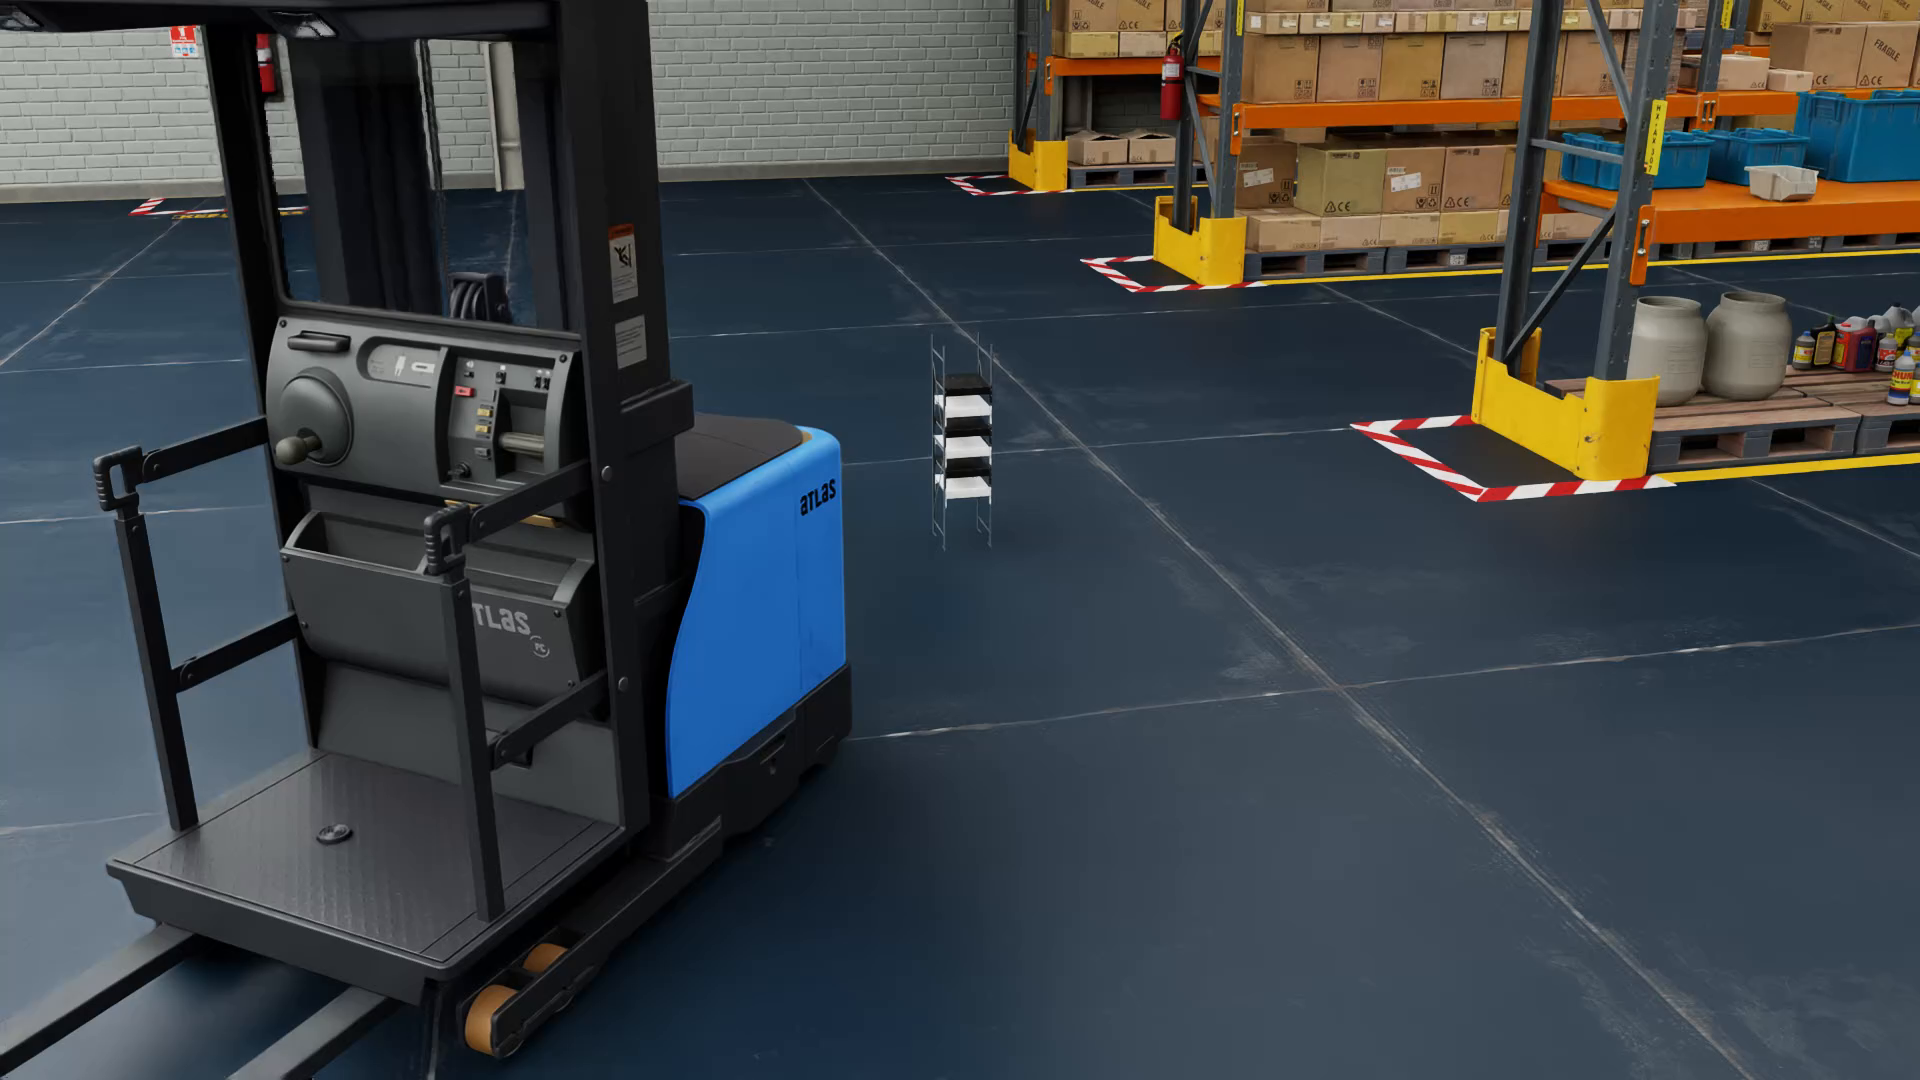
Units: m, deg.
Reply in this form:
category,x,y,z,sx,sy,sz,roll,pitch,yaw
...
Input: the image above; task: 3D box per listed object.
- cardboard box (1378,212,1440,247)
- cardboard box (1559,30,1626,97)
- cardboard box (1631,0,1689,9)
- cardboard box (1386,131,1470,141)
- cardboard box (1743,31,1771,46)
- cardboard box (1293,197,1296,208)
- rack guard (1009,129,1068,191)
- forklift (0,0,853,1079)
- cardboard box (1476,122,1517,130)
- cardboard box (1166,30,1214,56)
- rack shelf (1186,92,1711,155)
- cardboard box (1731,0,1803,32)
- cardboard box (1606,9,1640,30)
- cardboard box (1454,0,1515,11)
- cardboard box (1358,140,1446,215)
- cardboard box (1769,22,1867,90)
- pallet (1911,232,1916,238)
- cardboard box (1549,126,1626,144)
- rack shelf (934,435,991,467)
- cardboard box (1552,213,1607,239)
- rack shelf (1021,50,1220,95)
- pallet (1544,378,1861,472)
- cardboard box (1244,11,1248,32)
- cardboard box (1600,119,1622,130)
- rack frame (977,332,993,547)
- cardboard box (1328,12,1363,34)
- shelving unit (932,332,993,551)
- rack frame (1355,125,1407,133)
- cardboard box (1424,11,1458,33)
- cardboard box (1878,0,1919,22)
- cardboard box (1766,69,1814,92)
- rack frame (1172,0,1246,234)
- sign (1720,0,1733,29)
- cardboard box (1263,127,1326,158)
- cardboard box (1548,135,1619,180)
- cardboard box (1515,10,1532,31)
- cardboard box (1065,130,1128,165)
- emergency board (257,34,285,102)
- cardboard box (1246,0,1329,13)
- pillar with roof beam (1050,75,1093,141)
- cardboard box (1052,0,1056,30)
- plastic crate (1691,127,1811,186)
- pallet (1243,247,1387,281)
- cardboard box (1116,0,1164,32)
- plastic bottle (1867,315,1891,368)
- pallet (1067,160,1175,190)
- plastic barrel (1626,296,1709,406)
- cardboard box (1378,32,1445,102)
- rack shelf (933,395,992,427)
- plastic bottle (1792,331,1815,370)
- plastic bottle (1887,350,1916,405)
category,x,y,z,sx,sy,sz,roll,pitch,yaw
cardboard box,3.434,-2.489,13.136,0.500,0.250,0.500,-5,21,-12
cardboard box,4.839,-3.817,13.229,0.500,0.500,0.700,-5,21,-13
cardboard box,5.351,-4.470,13.126,0.500,0.500,0.700,-5,21,-12
cardboard box,3.799,-3.058,13.600,0.500,0.500,0.500,-5,21,-12
cardboard box,8.904,-5.666,18.757,0.250,0.149,0.380,-5,21,-13
cardboard box,2.826,-2.626,13.509,0.500,0.250,0.500,-5,21,-12
rack guard,0.819,-4.025,17.576,0.348,0.500,1.175,-5,21,-12
forklift,-1.429,-0.316,3.917,1.130,2.935,3.031,9,22,23
cardboard box,5.841,-4.664,18.680,0.500,0.500,0.700,-5,21,-14
cardboard box,2.292,-5.148,17.197,0.500,0.250,0.500,-5,21,-13
rack shelf,3.835,-3.355,13.160,4.000,0.370,1.077,-5,21,-12
cardboard box,9.062,-5.975,18.657,0.500,0.500,0.500,-4,21,-11
cardboard box,5.071,-4.069,12.974,0.250,0.149,0.380,-5,21,-14
cardboard box,3.886,-4.351,12.801,0.500,0.500,0.700,-5,21,-12
cardboard box,3.431,-2.845,13.018,0.500,0.500,0.500,-5,21,-12
cardboard box,7.045,-3.996,13.716,0.500,0.500,0.500,-3,20,-9
pallet,8.864,-2.807,14.670,1.213,0.211,1.003,-5,21,-12
cardboard box,5.258,-3.178,13.926,0.500,0.500,0.500,-5,21,-12
rack shelf,0.008,-0.392,7.173,0.200,0.077,0.258,-5,21,-12
cardboard box,4.891,-2.612,13.470,0.500,0.250,0.500,-5,21,-12
rack shelf,2.691,-5.013,17.685,4.000,0.370,1.077,-5,21,-12
pallet,3.880,-0.652,8.786,1.213,0.211,1.003,-5,21,-12
cardboard box,2.217,-3.981,12.732,0.250,0.149,0.380,-5,21,-13
cardboard box,7.314,-4.783,19.004,0.500,0.500,0.700,-5,21,-13
rack frame,0.107,-0.431,7.184,0.006,0.900,0.240,-5,21,-12
cardboard box,2.819,-3.887,12.475,0.250,0.149,0.380,-5,21,-12
shelving unit,0.008,-0.423,7.162,0.210,0.900,0.258,-5,21,-12
rack frame,4.638,-5.509,17.994,0.127,3.000,1.000,-5,21,-12
cardboard box,3.573,-3.948,12.643,0.250,0.149,0.380,-5,21,-13
cardboard box,10.562,-6.096,18.988,0.500,0.500,0.500,-4,21,-11
cardboard box,6.691,-3.735,13.516,0.250,0.149,0.380,-5,21,-12
rack frame,1.889,-3.535,12.604,0.127,3.000,1.000,-5,21,-12
sign,5.910,-4.110,12.799,0.005,0.325,0.100,-5,21,-12
cardboard box,3.637,-4.447,18.087,0.500,0.500,0.500,-6,21,-17
cardboard box,4.891,-2.964,13.342,0.500,0.500,0.500,-5,21,-12
cardboard box,4.330,-4.010,12.812,0.250,0.149,0.380,-4,21,-11
cardboard box,1.439,-4.162,17.584,0.500,0.311,0.500,-7,21,-19
emergency board,-7.025,-4.880,16.276,0.643,1.169,0.194,-5,21,-12
cardboard box,2.397,-4.228,12.464,0.500,0.500,0.700,-5,21,-12
pillar with roof beam,2.218,-6.914,13.106,0.400,9.000,9.100,-5,21,-12
cardboard box,1.155,-5.592,17.319,0.500,0.500,0.500,-5,21,-13
plastic crate,4.076,-1.996,8.619,0.408,0.251,0.499,-5,21,-12
pallet,2.623,-2.300,13.287,1.213,0.211,1.003,-5,21,-12
cardboard box,1.762,-5.457,16.949,0.500,0.500,0.500,-5,21,-12
plastic bottle,5.098,-1.118,9.326,0.135,0.276,0.152,-5,21,-14
pallet,1.618,-3.942,17.769,1.213,0.211,1.003,-5,21,-12
plastic barrel,3.648,-0.983,8.644,0.421,0.512,0.421,0,20,0
cardboard box,3.340,-3.695,12.896,0.500,0.500,0.700,-5,21,-12
rack shelf,0.008,-0.561,7.111,0.200,0.077,0.258,-5,21,-12
plastic bottle,4.711,-1.061,9.280,0.097,0.201,0.097,0,20,0
plastic bottle,4.861,-0.841,8.577,0.097,0.271,0.097,0,20,0
